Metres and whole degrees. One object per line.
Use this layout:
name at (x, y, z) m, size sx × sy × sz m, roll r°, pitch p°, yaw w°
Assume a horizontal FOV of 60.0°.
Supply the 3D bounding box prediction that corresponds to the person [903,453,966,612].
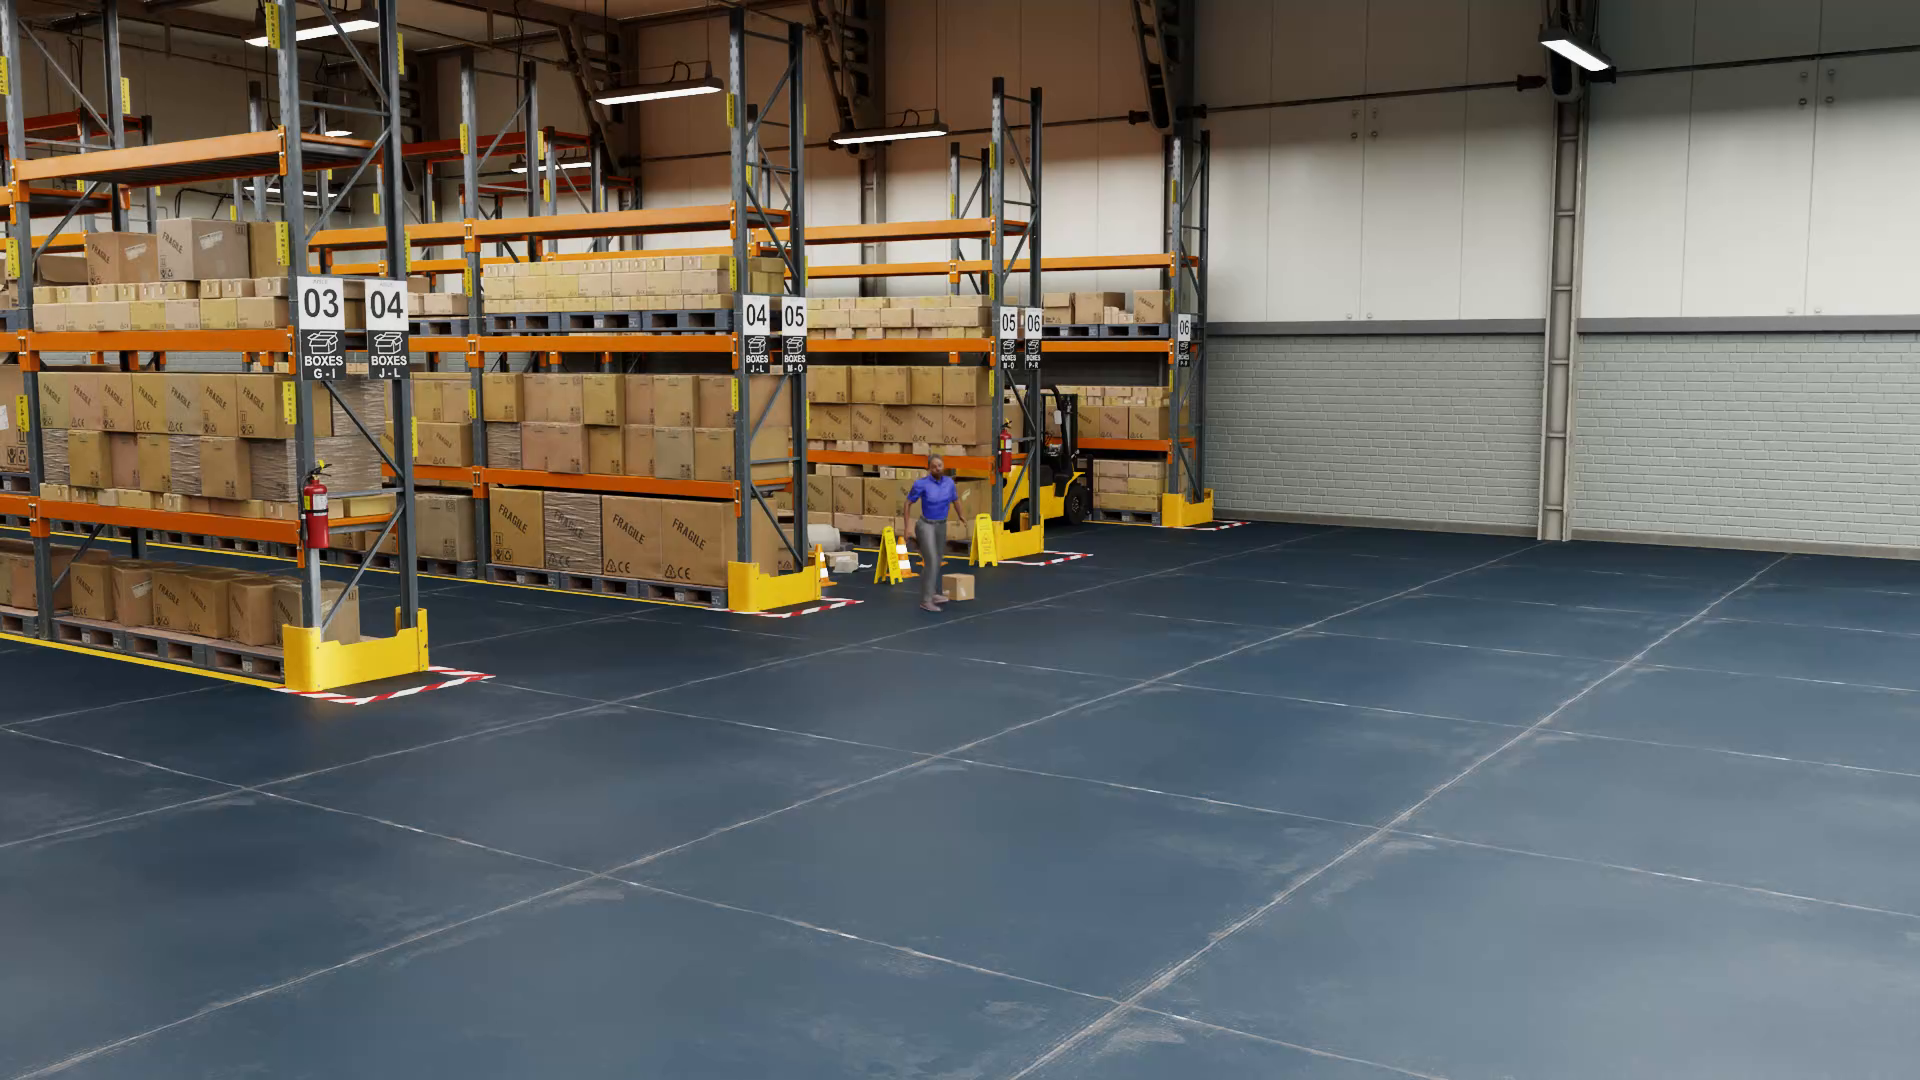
person at (-0.250, -0.091, 17.096) m, size 0.649 × 1.612 × 0.761 m, roll -6°, pitch 9°, yaw -42°
